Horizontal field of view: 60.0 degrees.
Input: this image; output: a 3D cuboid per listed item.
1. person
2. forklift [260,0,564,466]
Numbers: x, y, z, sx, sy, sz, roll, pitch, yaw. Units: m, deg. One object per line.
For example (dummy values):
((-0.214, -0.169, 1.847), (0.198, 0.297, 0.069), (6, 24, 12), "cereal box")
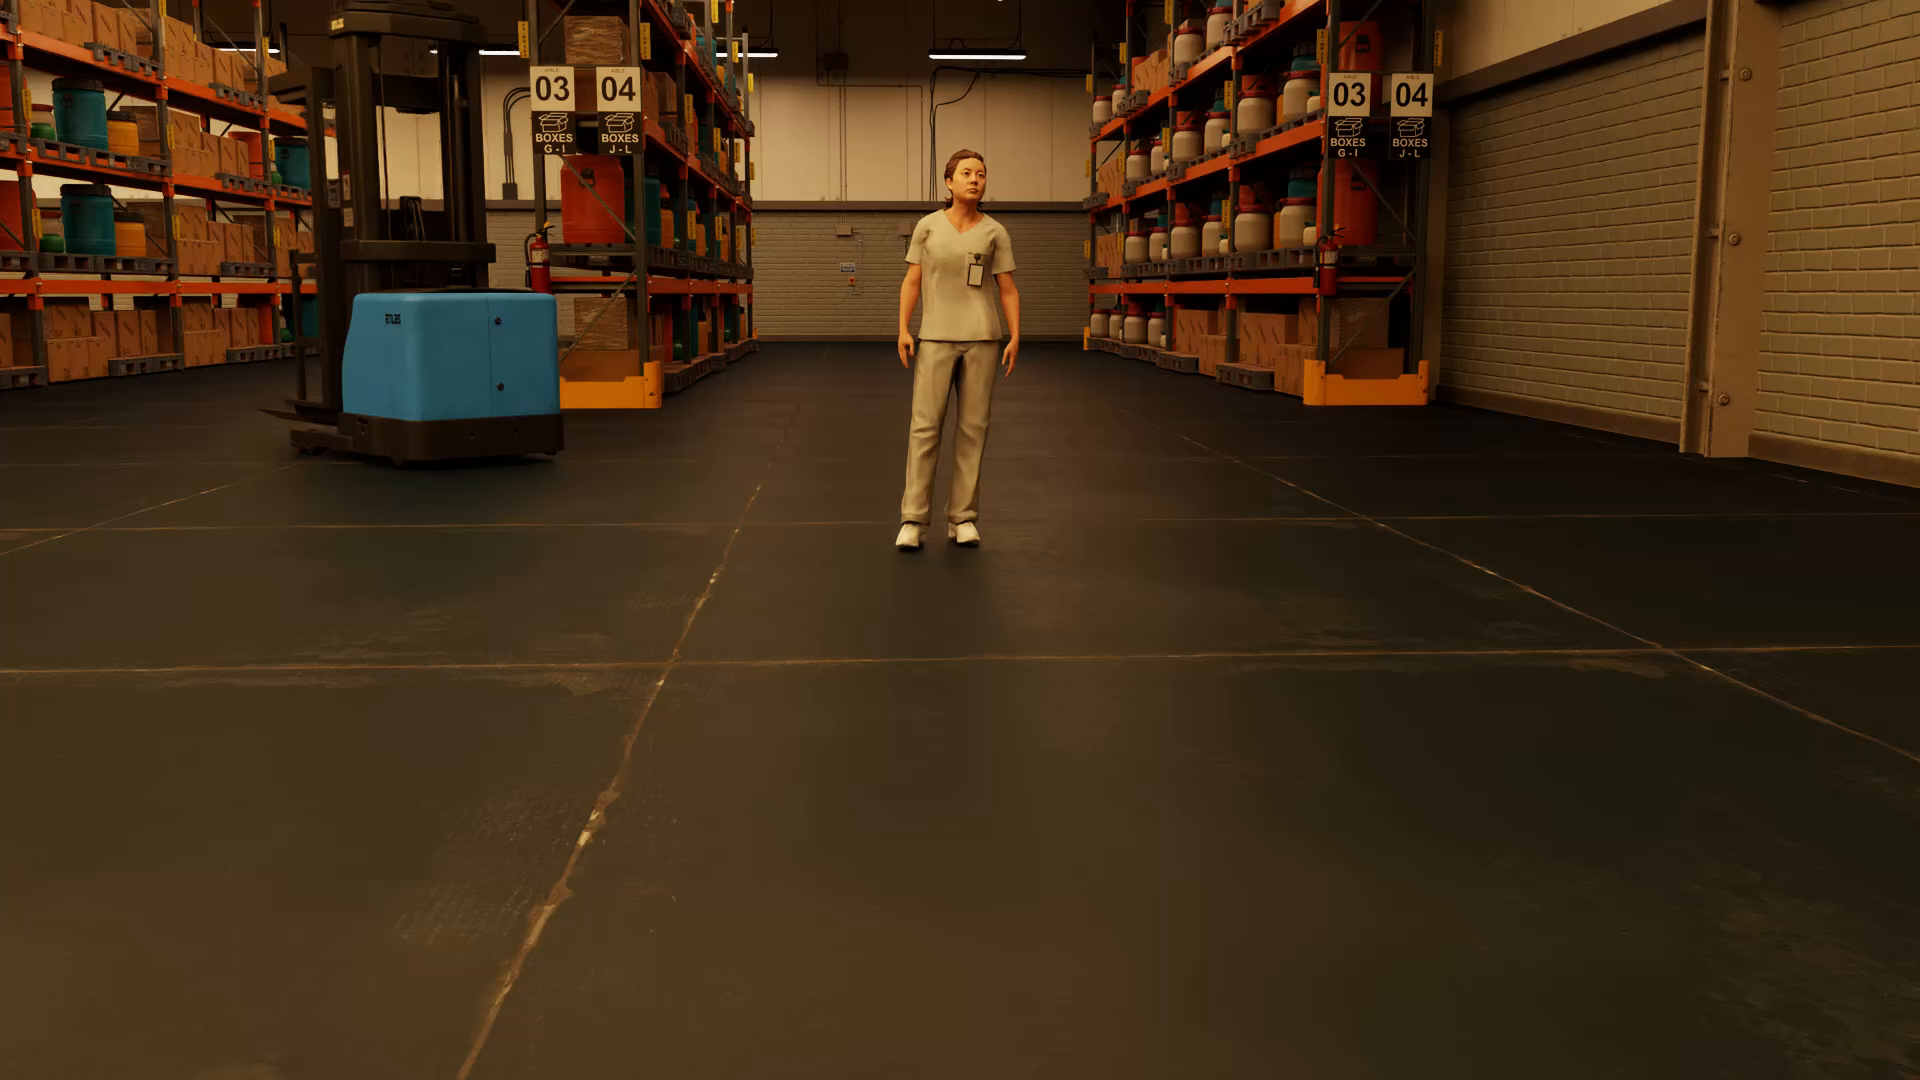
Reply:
((-0.009, -0.825, 7.112), (0.549, 1.673, 0.548), (-1, 8, -4), "person")
((-3.912, -2.066, 11.246), (1.130, 2.935, 3.031), (-8, 11, -42), "forklift")
